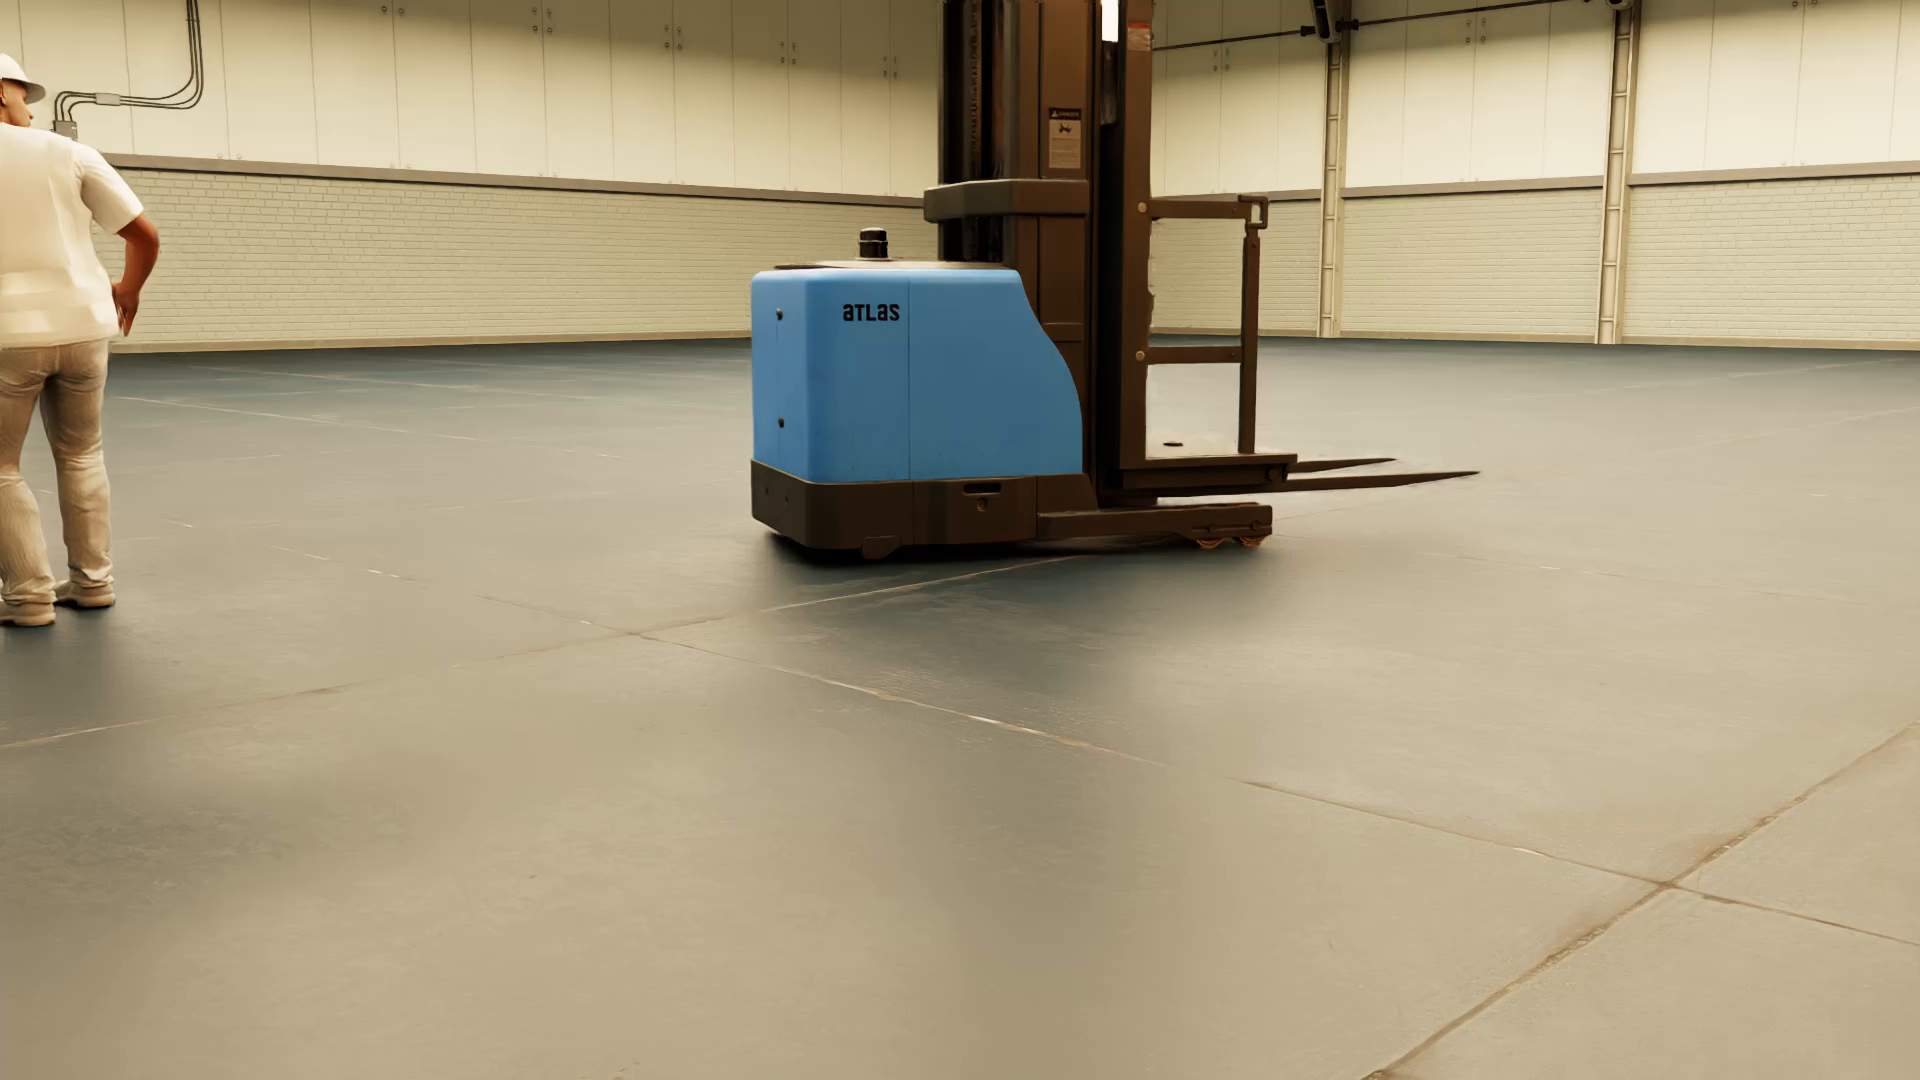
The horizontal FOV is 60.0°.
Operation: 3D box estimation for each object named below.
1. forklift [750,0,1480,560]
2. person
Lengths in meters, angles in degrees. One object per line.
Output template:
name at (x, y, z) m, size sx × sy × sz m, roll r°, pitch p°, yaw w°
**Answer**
forklift at (0.710, -1.490, 6.768) m, size 3.031 × 2.935 × 1.130 m, roll -3°, pitch 9°, yaw -20°
person at (-2.880, -0.616, 5.059) m, size 0.783 × 1.723 × 0.513 m, roll -7°, pitch 11°, yaw -41°
